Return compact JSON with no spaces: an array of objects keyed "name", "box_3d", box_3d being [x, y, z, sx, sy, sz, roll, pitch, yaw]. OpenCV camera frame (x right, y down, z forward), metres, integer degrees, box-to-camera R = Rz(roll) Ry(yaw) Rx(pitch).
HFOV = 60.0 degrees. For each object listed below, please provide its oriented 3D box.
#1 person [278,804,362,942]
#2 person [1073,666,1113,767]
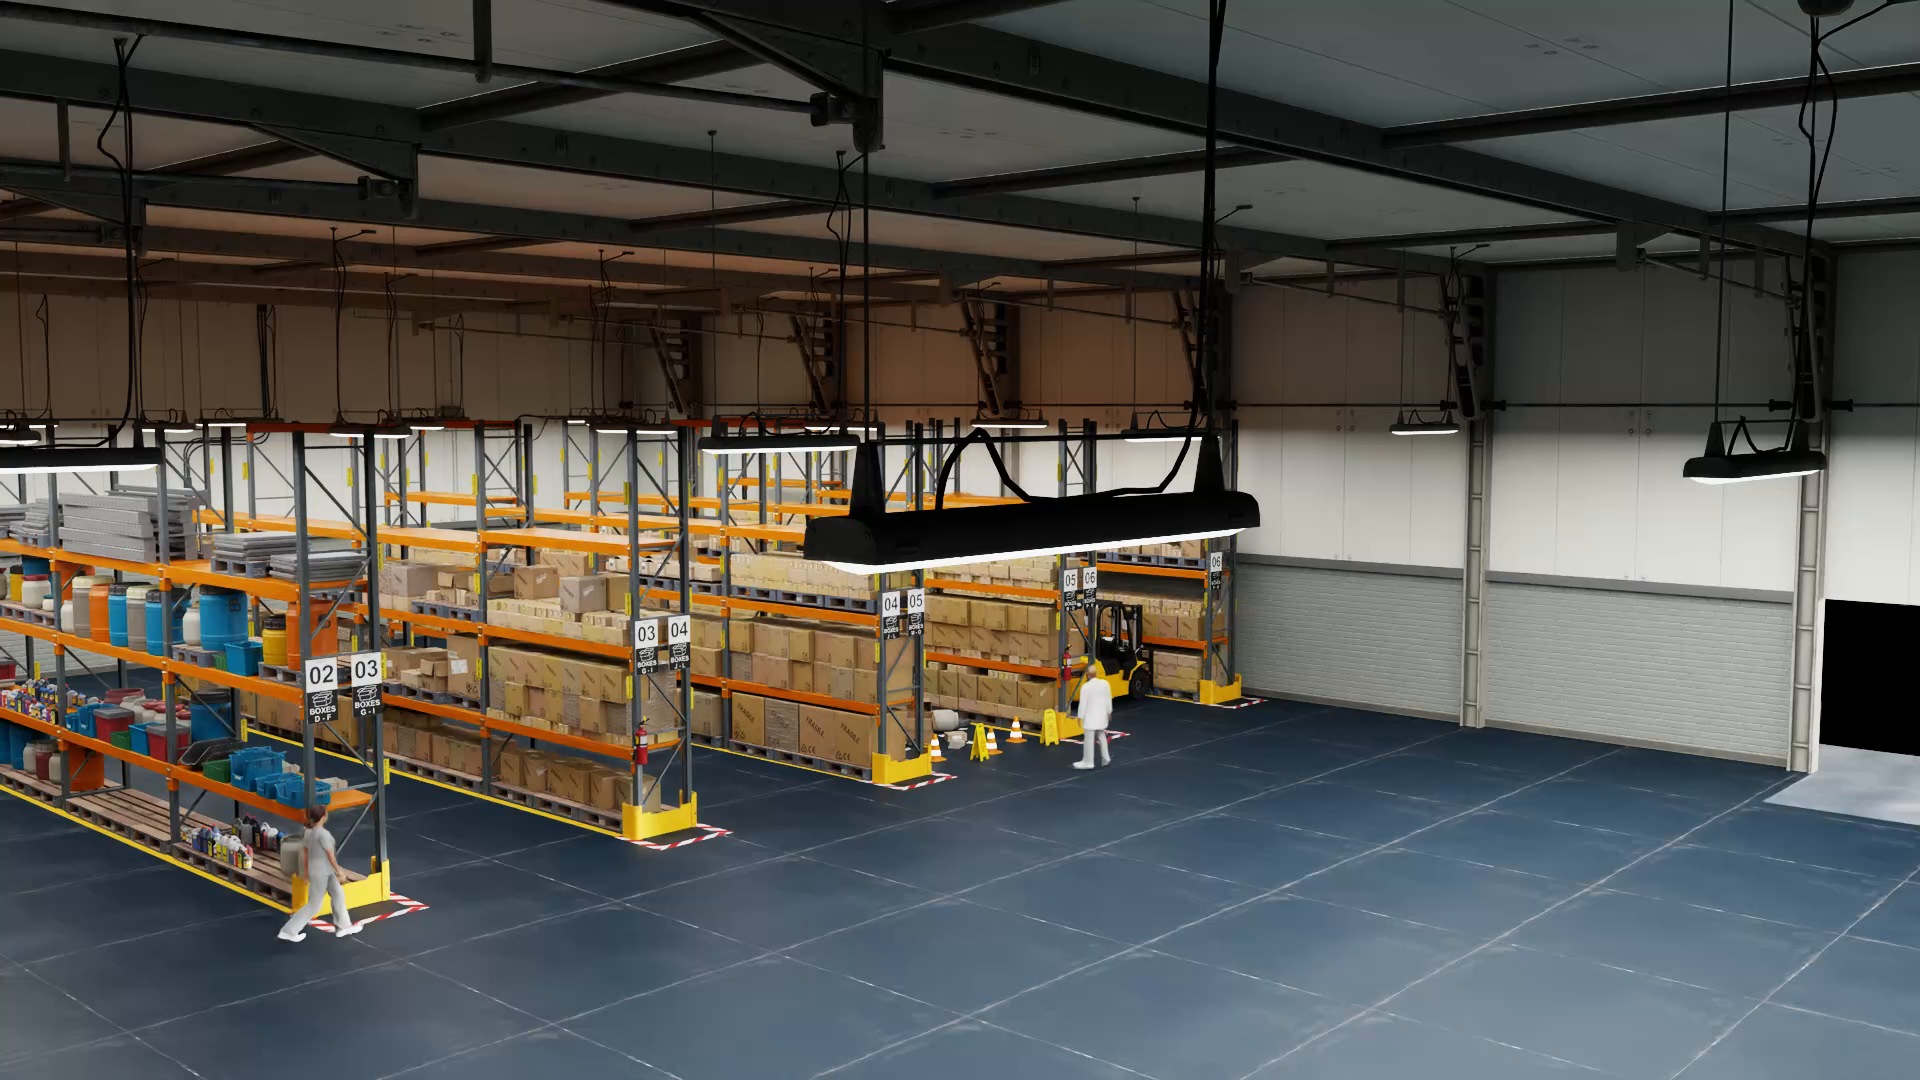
[{"name":"person","box_3d":[-7.545,3.920,19.570,0.962,1.626,0.419,-3,5,-29]},{"name":"person","box_3d":[2.361,3.080,28.963,0.684,1.805,0.464,-3,5,-30]}]
